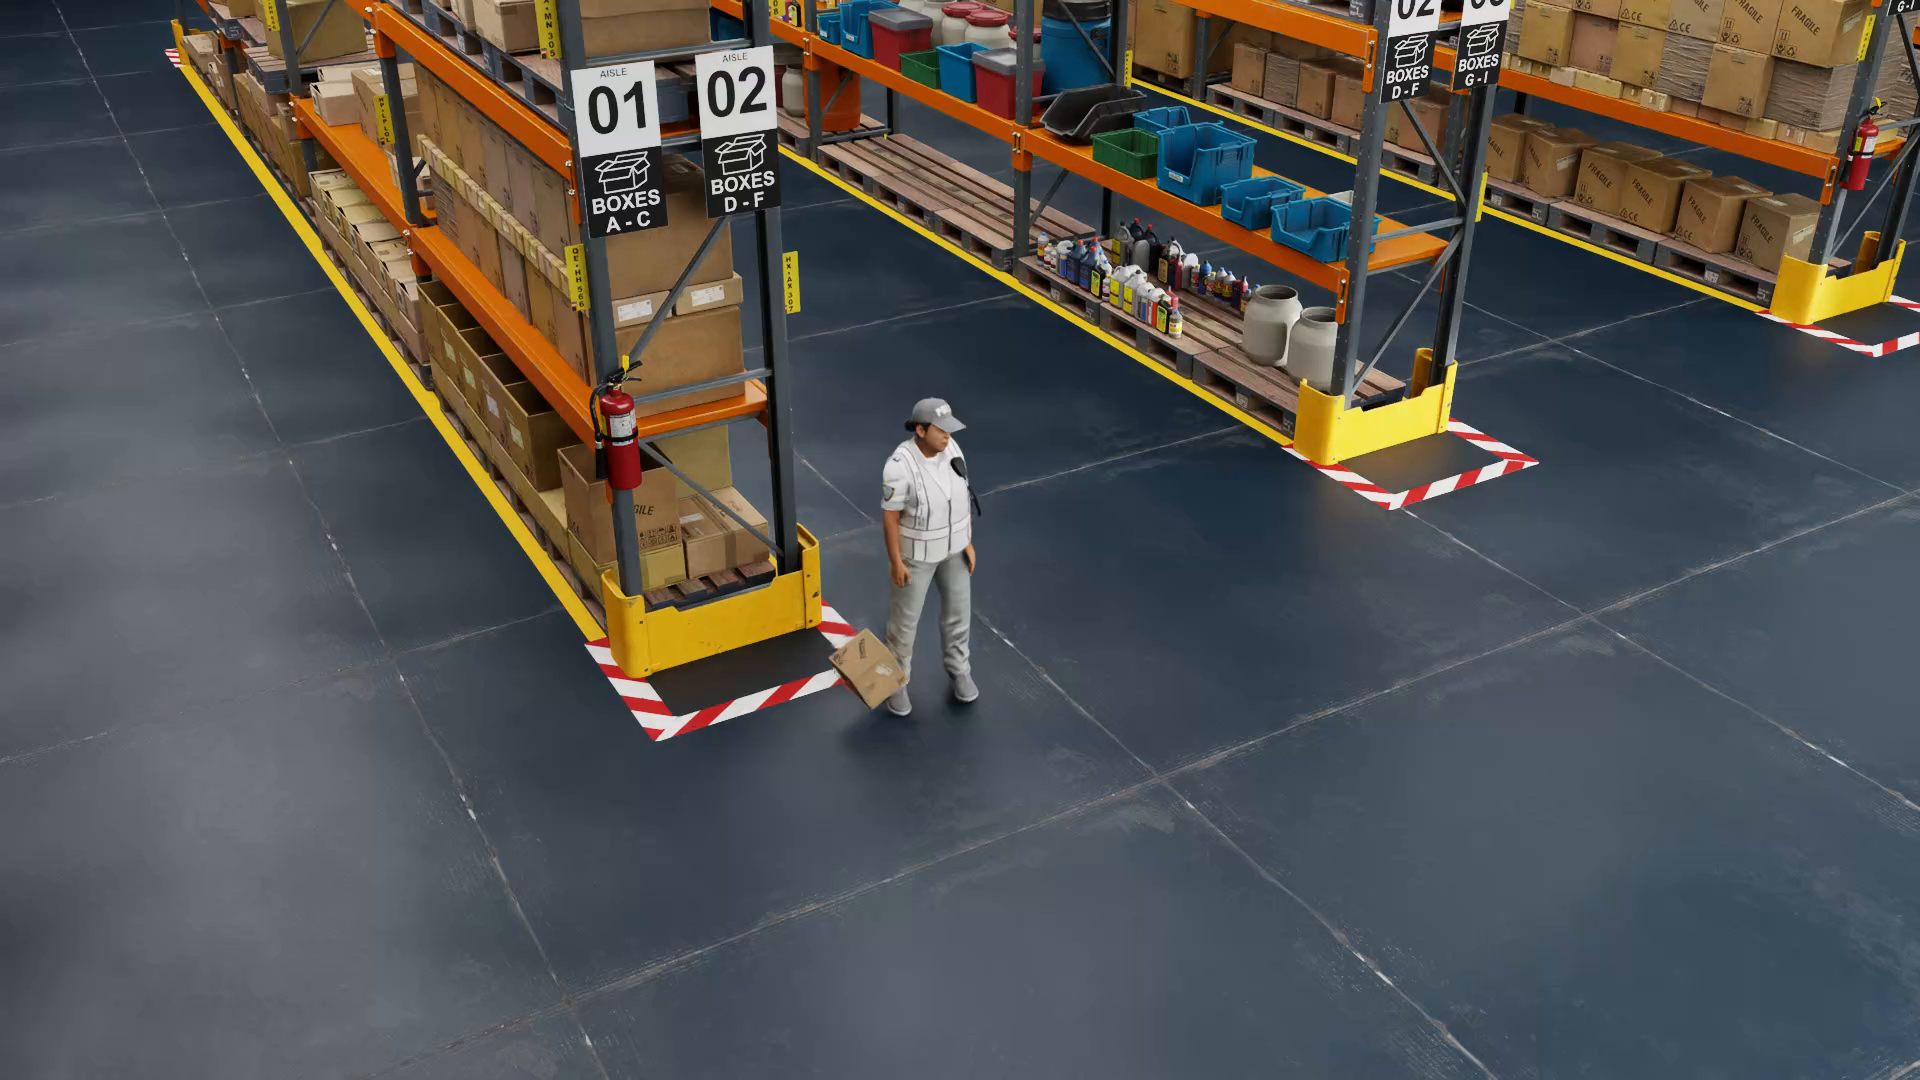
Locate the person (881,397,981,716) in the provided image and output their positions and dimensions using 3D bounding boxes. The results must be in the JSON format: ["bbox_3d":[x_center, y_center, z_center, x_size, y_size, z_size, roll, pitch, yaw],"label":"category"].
[{"bbox_3d":[-0.156,0.077,8.376,0.556,1.675,0.492,-20,35,-31],"label":"person"}]
